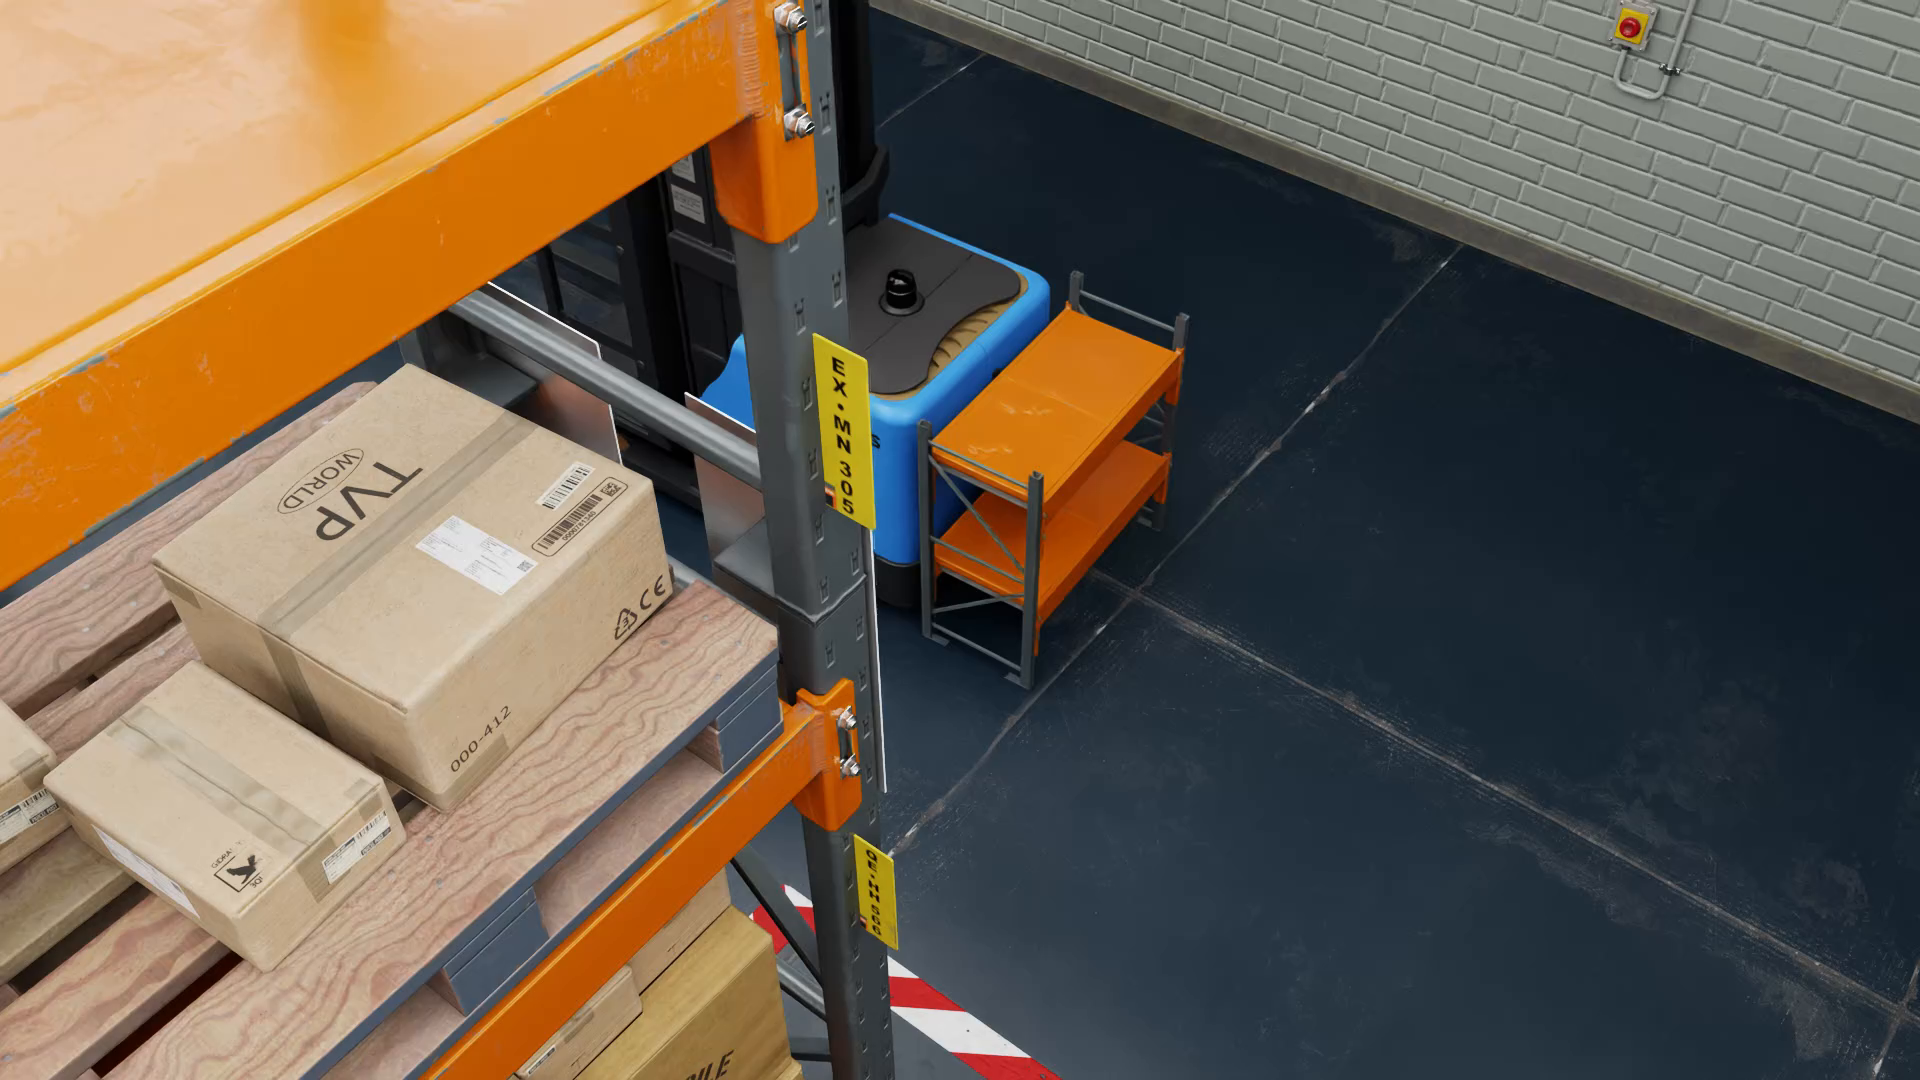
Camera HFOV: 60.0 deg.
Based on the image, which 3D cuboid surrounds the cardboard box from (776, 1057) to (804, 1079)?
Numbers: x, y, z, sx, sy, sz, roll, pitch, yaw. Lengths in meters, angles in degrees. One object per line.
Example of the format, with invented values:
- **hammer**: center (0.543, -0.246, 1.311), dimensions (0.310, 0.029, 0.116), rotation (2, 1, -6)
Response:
- **cardboard box**: center (-0.671, 1.277, 3.551), dimensions (0.500, 0.500, 0.500), rotation (29, 53, 25)

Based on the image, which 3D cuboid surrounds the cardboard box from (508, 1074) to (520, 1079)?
- **cardboard box**: center (-0.873, 0.950, 2.724), dimensions (0.380, 0.149, 0.250), rotation (29, 53, 25)

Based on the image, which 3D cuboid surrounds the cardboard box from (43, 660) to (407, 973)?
- **cardboard box**: center (-0.982, 0.362, 2.234), dimensions (0.380, 0.149, 0.250), rotation (25, 51, 22)

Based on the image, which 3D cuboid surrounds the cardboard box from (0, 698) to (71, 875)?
- **cardboard box**: center (-1.432, 0.311, 2.283), dimensions (0.380, 0.149, 0.250), rotation (31, 54, 26)

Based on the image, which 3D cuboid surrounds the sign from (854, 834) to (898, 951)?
- **sign**: center (-0.164, 0.685, 3.221), dimensions (0.100, 0.325, 0.005), rotation (29, 53, 25)

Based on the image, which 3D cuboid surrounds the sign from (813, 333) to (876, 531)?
- **sign**: center (-0.164, -0.148, 2.350), dimensions (0.100, 0.325, 0.005), rotation (29, 53, 25)

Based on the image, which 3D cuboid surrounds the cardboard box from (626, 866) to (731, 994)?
- **cardboard box**: center (-0.646, 0.609, 3.050), dimensions (0.380, 0.149, 0.250), rotation (30, 53, 25)

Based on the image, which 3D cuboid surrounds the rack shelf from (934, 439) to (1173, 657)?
- **rack shelf**: center (0.351, -0.058, 6.530), dimensions (0.538, 0.278, 1.000), rotation (26, 52, 23)

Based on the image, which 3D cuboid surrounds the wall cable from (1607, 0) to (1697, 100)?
- **wall cable**: center (2.844, -2.680, 6.676), dimensions (0.585, 1.953, 0.123), rotation (29, 53, 25)

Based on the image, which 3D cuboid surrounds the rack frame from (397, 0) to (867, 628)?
- **rack frame**: center (-0.585, -1.153, 1.793), dimensions (1.000, 3.000, 0.127), rotation (29, 53, 25)

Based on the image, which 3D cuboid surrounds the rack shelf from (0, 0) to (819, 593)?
- **rack shelf**: center (-1.808, 0.378, 1.105), dimensions (1.077, 0.370, 4.000), rotation (29, 53, 25)

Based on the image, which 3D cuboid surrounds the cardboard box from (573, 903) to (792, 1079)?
- **cardboard box**: center (-0.691, 0.920, 3.201), dimensions (0.500, 0.500, 0.500), rotation (31, 54, 26)

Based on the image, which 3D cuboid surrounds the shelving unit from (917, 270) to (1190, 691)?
- **shelving unit**: center (0.351, -0.227, 6.353), dimensions (0.538, 1.125, 1.048), rotation (26, 52, 23)

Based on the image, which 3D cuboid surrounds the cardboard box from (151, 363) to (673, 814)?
- **cardboard box**: center (-0.789, 0.052, 2.460), dimensions (0.500, 0.250, 0.500), rotation (25, 51, 22)

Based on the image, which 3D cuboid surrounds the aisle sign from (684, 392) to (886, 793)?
- **aisle sign**: center (-0.296, 0.117, 2.931), dimensions (0.394, 0.787, 0.004), rotation (29, 53, 25)

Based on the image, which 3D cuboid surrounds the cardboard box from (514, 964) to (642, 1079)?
- **cardboard box**: center (-0.782, 0.765, 2.901), dimensions (0.380, 0.149, 0.250), rotation (30, 53, 26)

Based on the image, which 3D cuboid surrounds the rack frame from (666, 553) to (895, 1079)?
- **rack frame**: center (-0.585, 0.919, 3.963), dimensions (1.000, 3.000, 0.127), rotation (29, 53, 25)

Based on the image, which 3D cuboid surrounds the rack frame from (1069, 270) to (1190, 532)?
- **rack frame**: center (0.635, -0.532, 6.645), dimensions (0.500, 1.125, 0.032), rotation (26, 52, 23)

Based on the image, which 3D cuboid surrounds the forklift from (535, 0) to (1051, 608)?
- **forklift**: center (-1.137, -1.600, 6.416), dimensions (3.031, 2.935, 1.130), rotation (27, 52, 23)

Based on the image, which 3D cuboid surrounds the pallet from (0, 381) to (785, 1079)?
- **pallet**: center (-1.030, 0.342, 2.500), dimensions (1.003, 0.211, 1.213), rotation (29, 53, 25)

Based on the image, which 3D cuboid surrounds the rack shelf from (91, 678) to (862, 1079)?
- **rack shelf**: center (-1.808, 1.276, 2.045), dimensions (1.077, 0.370, 4.000), rotation (29, 53, 25)

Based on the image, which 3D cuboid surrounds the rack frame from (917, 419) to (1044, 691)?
- **rack frame**: center (0.067, 0.078, 6.062), dimensions (0.500, 1.125, 0.032), rotation (26, 52, 23)

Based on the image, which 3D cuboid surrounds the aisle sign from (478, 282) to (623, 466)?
- **aisle sign**: center (-0.771, -0.149, 3.184), dimensions (0.394, 0.787, 0.004), rotation (29, 53, 25)

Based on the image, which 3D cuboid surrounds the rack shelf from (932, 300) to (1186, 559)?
- **rack shelf**: center (0.351, -0.429, 6.142), dimensions (0.538, 0.278, 1.000), rotation (26, 52, 23)
